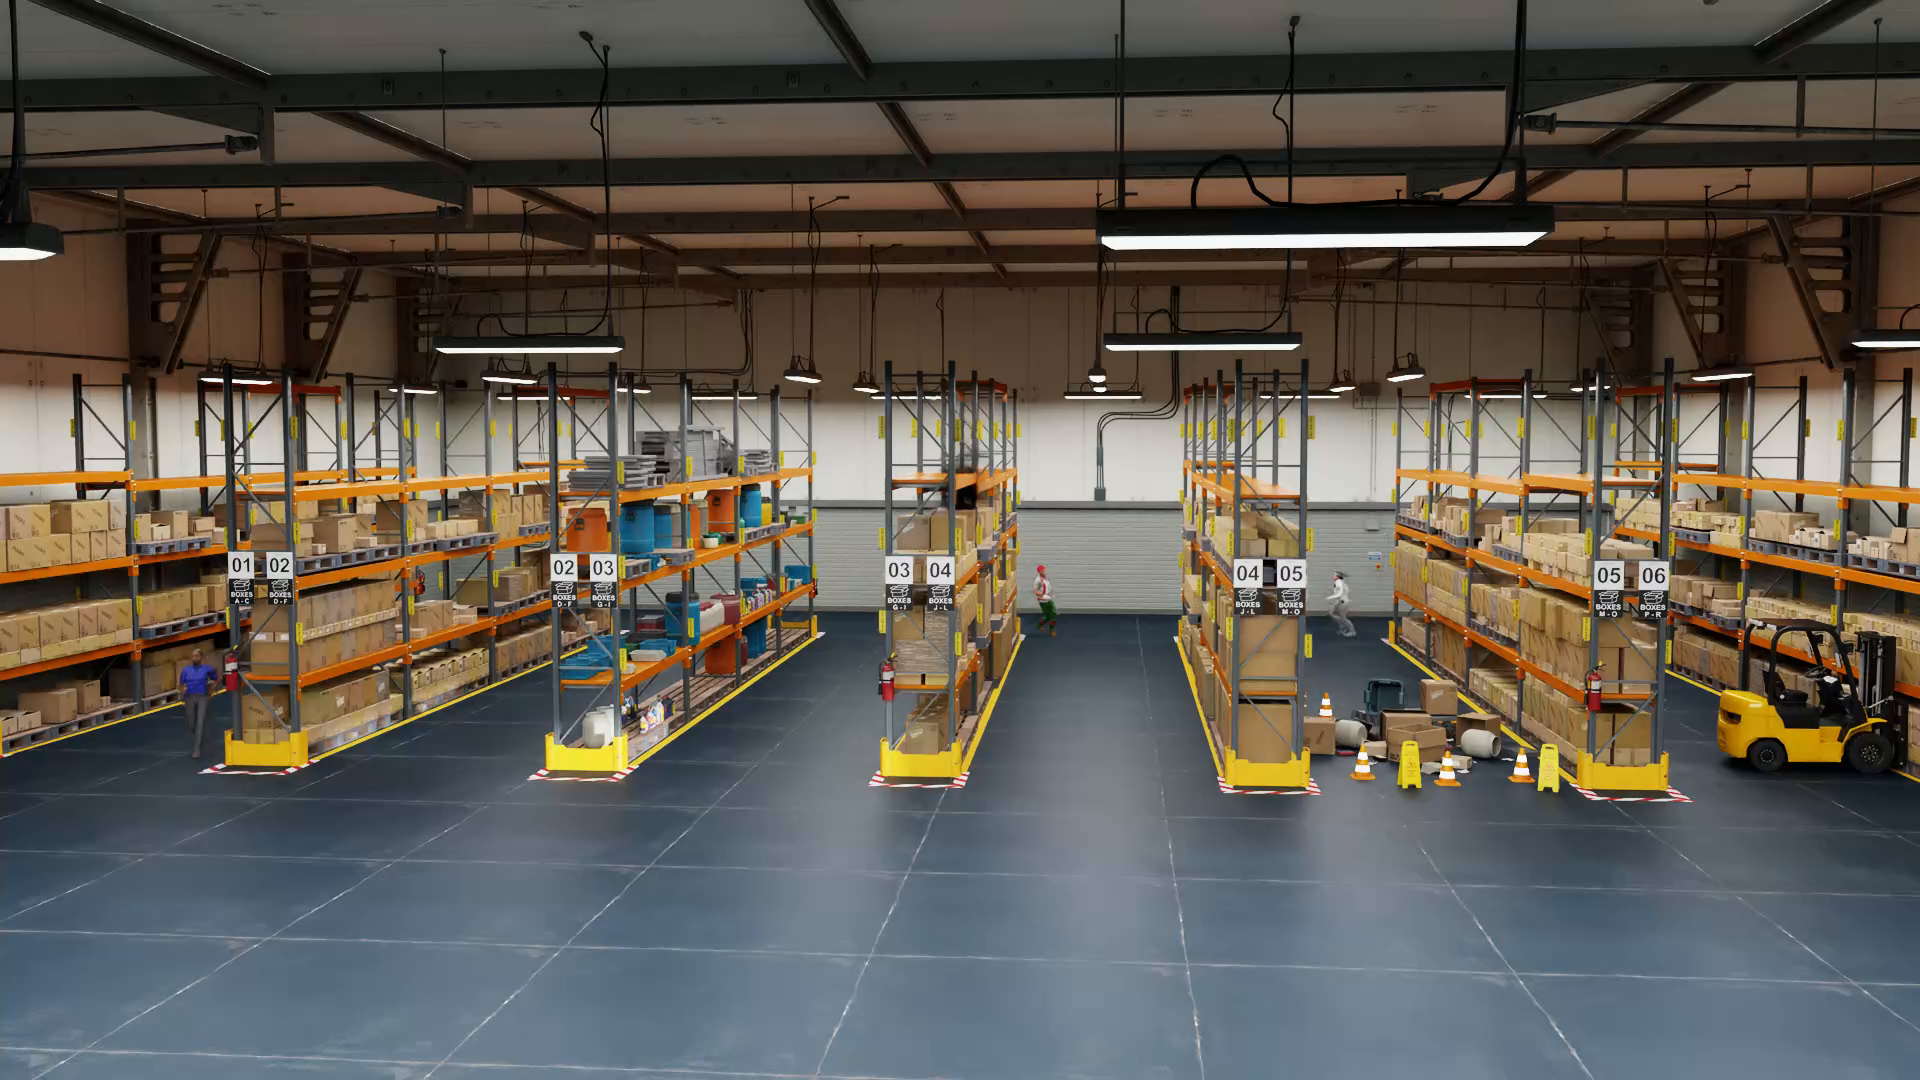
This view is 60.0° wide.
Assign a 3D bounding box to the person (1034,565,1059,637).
[{"bbox_3d":[2.032,1.483,40.456,0.689,1.755,0.676,3,5,38],"label":"person"}]

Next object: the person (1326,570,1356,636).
[{"bbox_3d":[9.285,1.528,40.510,0.734,1.616,0.600,1,4,11],"label":"person"}]

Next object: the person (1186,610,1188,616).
[{"bbox_3d":[5.740,1.537,40.805,0.551,1.598,0.708,1,4,14],"label":"person"}]

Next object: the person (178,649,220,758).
[{"bbox_3d":[-11.782,2.503,25.739,0.578,1.641,0.782,-1,4,-14],"label":"person"}]
